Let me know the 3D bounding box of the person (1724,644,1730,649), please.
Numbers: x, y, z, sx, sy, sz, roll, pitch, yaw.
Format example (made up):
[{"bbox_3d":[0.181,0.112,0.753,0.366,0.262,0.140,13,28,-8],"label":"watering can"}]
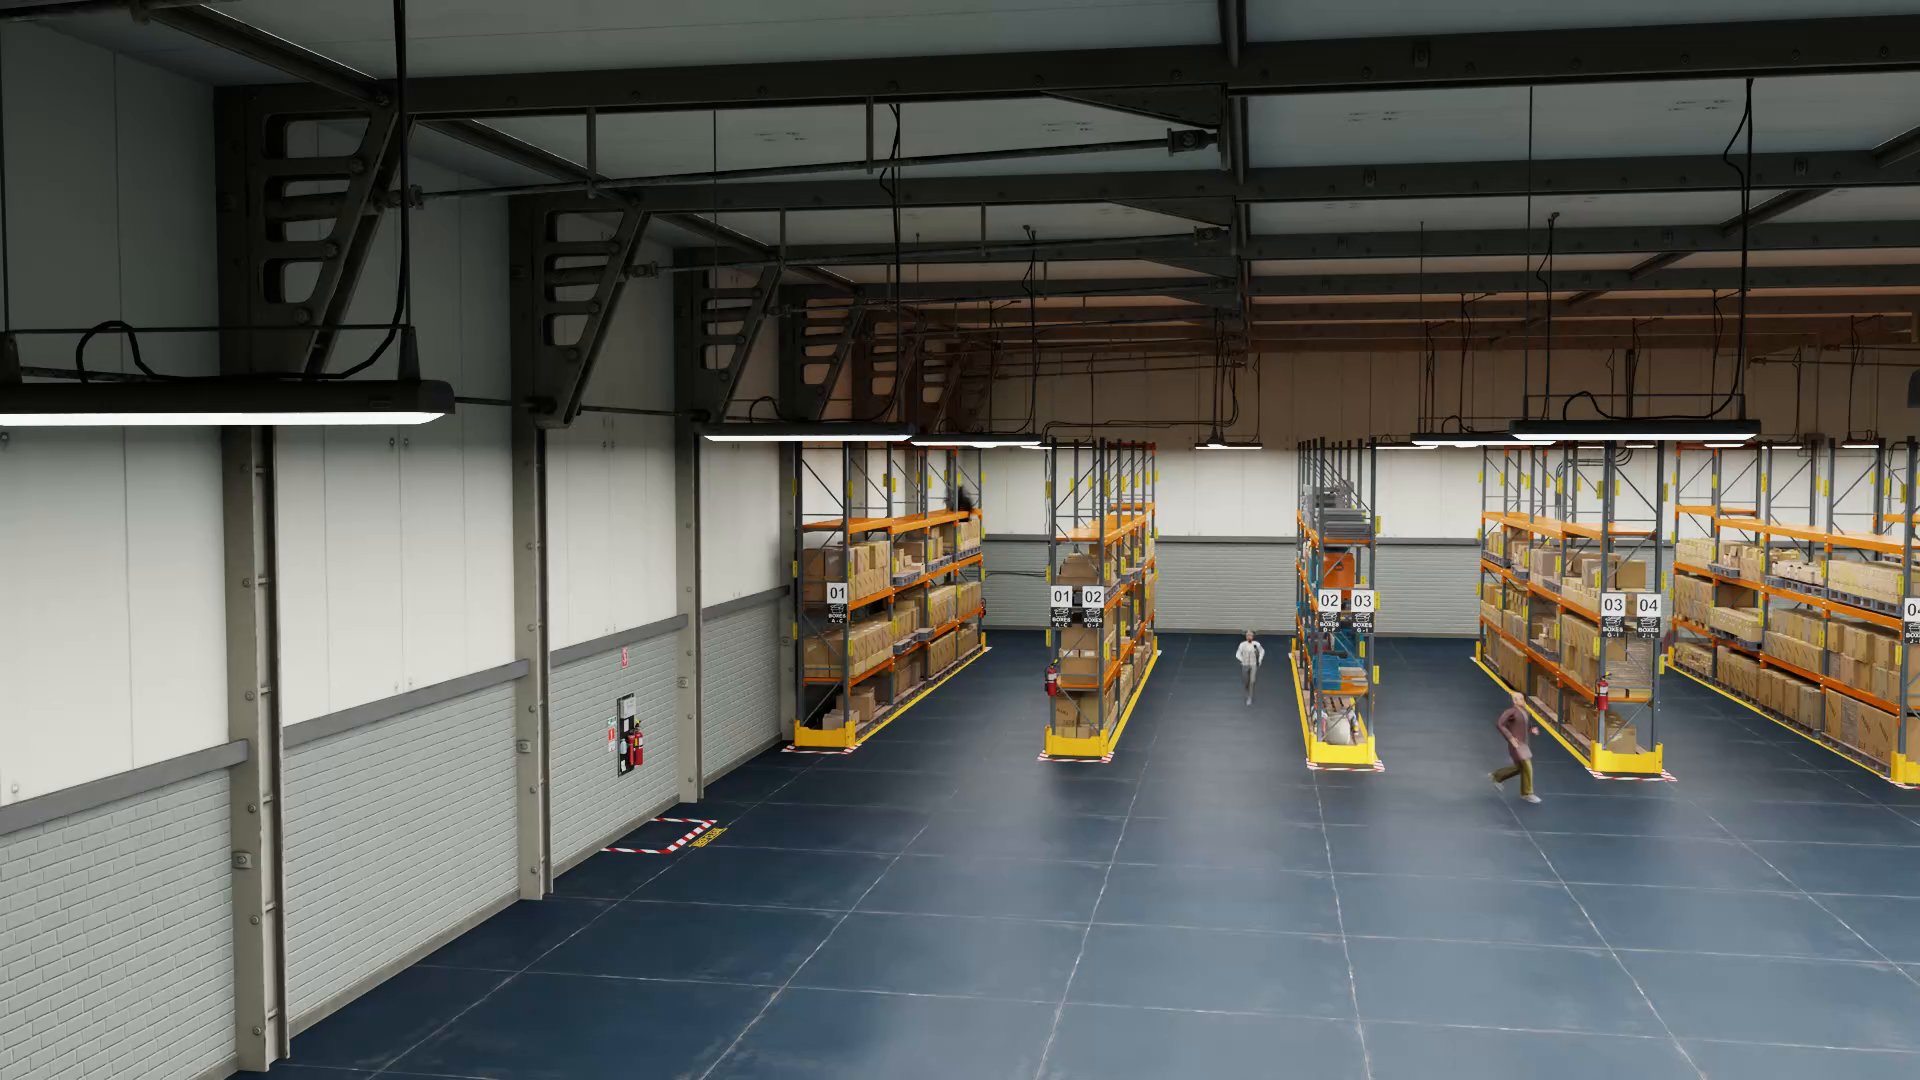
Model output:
[{"bbox_3d":[21.223,2.420,45.536,0.900,1.795,0.638,1,3,15],"label":"person"}]

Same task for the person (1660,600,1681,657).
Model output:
[{"bbox_3d":[19.717,2.480,45.856,0.914,1.650,0.609,1,3,20],"label":"person"}]

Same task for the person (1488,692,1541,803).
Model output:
[{"bbox_3d":[9.169,3.391,27.425,0.924,1.783,0.699,3,4,43],"label":"person"}]

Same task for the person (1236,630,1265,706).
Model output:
[{"bbox_3d":[6.612,2.882,37.913,0.628,1.698,0.892,1,3,14],"label":"person"}]
